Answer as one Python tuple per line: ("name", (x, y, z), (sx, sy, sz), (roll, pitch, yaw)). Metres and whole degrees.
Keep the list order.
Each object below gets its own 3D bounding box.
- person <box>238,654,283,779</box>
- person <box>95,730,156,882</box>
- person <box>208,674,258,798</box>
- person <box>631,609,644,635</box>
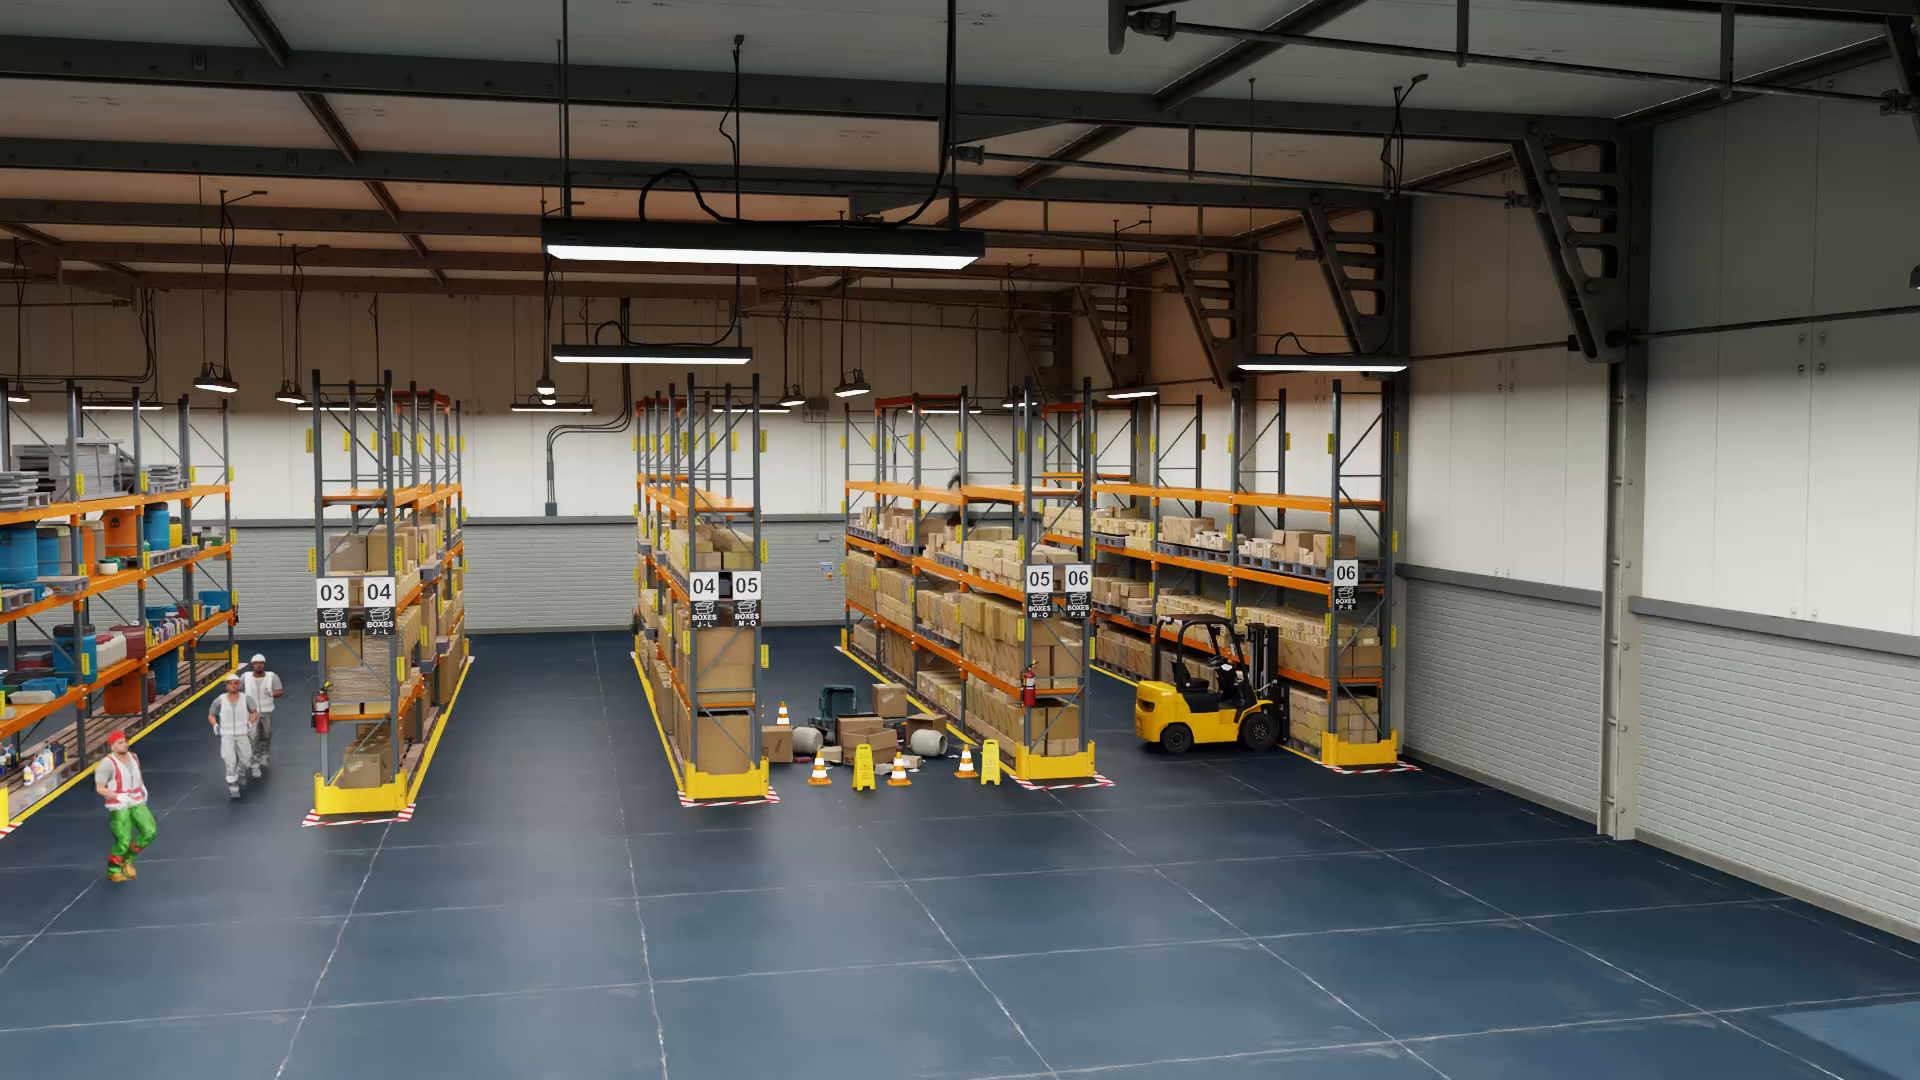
("person", (-10.622, 2.636, 25.209), (0.671, 1.818, 0.897), (-2, 4, -29))
("person", (-9.478, 3.027, 18.934), (0.604, 1.738, 0.673), (2, 4, 25))
("person", (-10.313, 2.769, 23.614), (0.655, 1.738, 0.631), (-2, 4, -27))
("person", (-7.705, 1.810, 40.365), (0.579, 1.720, 0.727), (-2, 4, -31))
